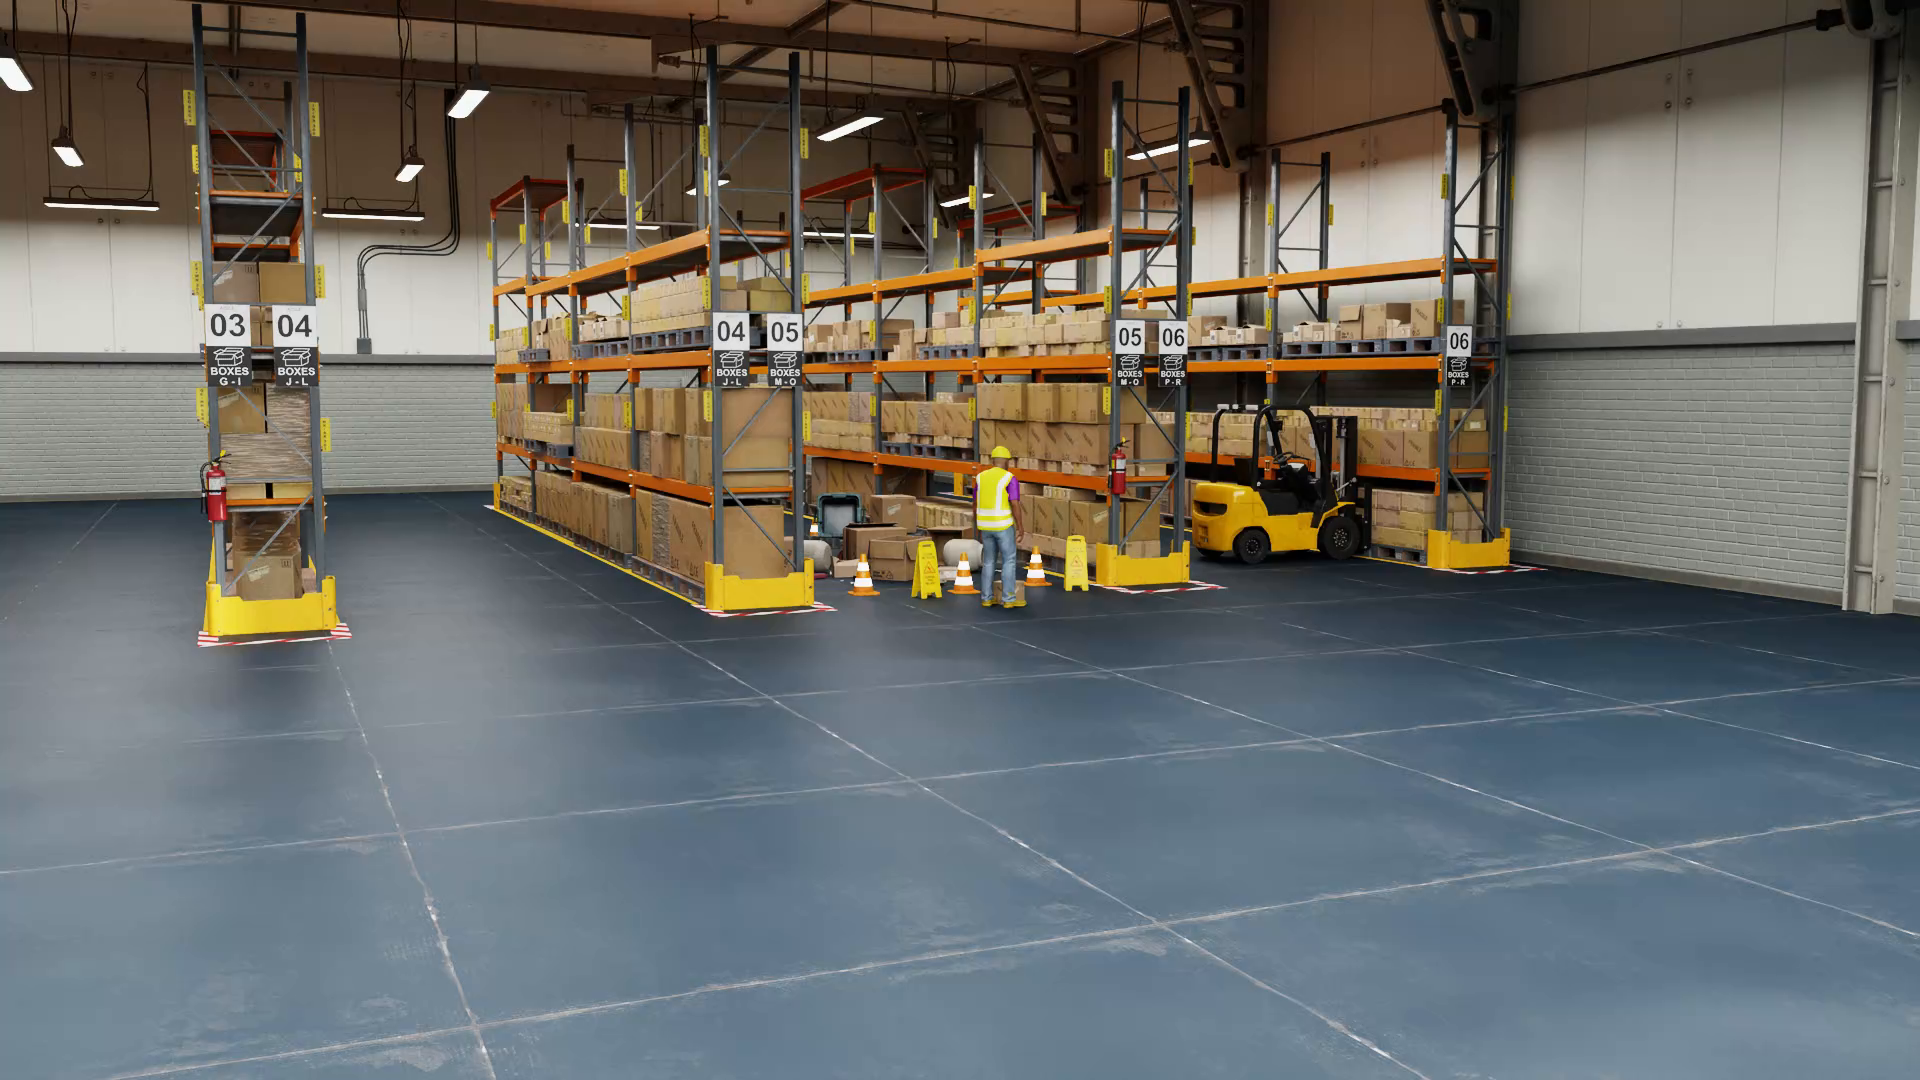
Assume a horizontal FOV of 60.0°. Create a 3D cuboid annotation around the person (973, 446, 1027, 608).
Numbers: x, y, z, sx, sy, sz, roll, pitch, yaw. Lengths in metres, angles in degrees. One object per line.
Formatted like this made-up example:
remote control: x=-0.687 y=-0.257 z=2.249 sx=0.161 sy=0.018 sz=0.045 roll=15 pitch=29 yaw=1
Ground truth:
person: x=0.430 y=-0.147 z=18.241 sx=0.626 sy=1.760 sz=0.461 roll=4 pitch=7 yaw=36
